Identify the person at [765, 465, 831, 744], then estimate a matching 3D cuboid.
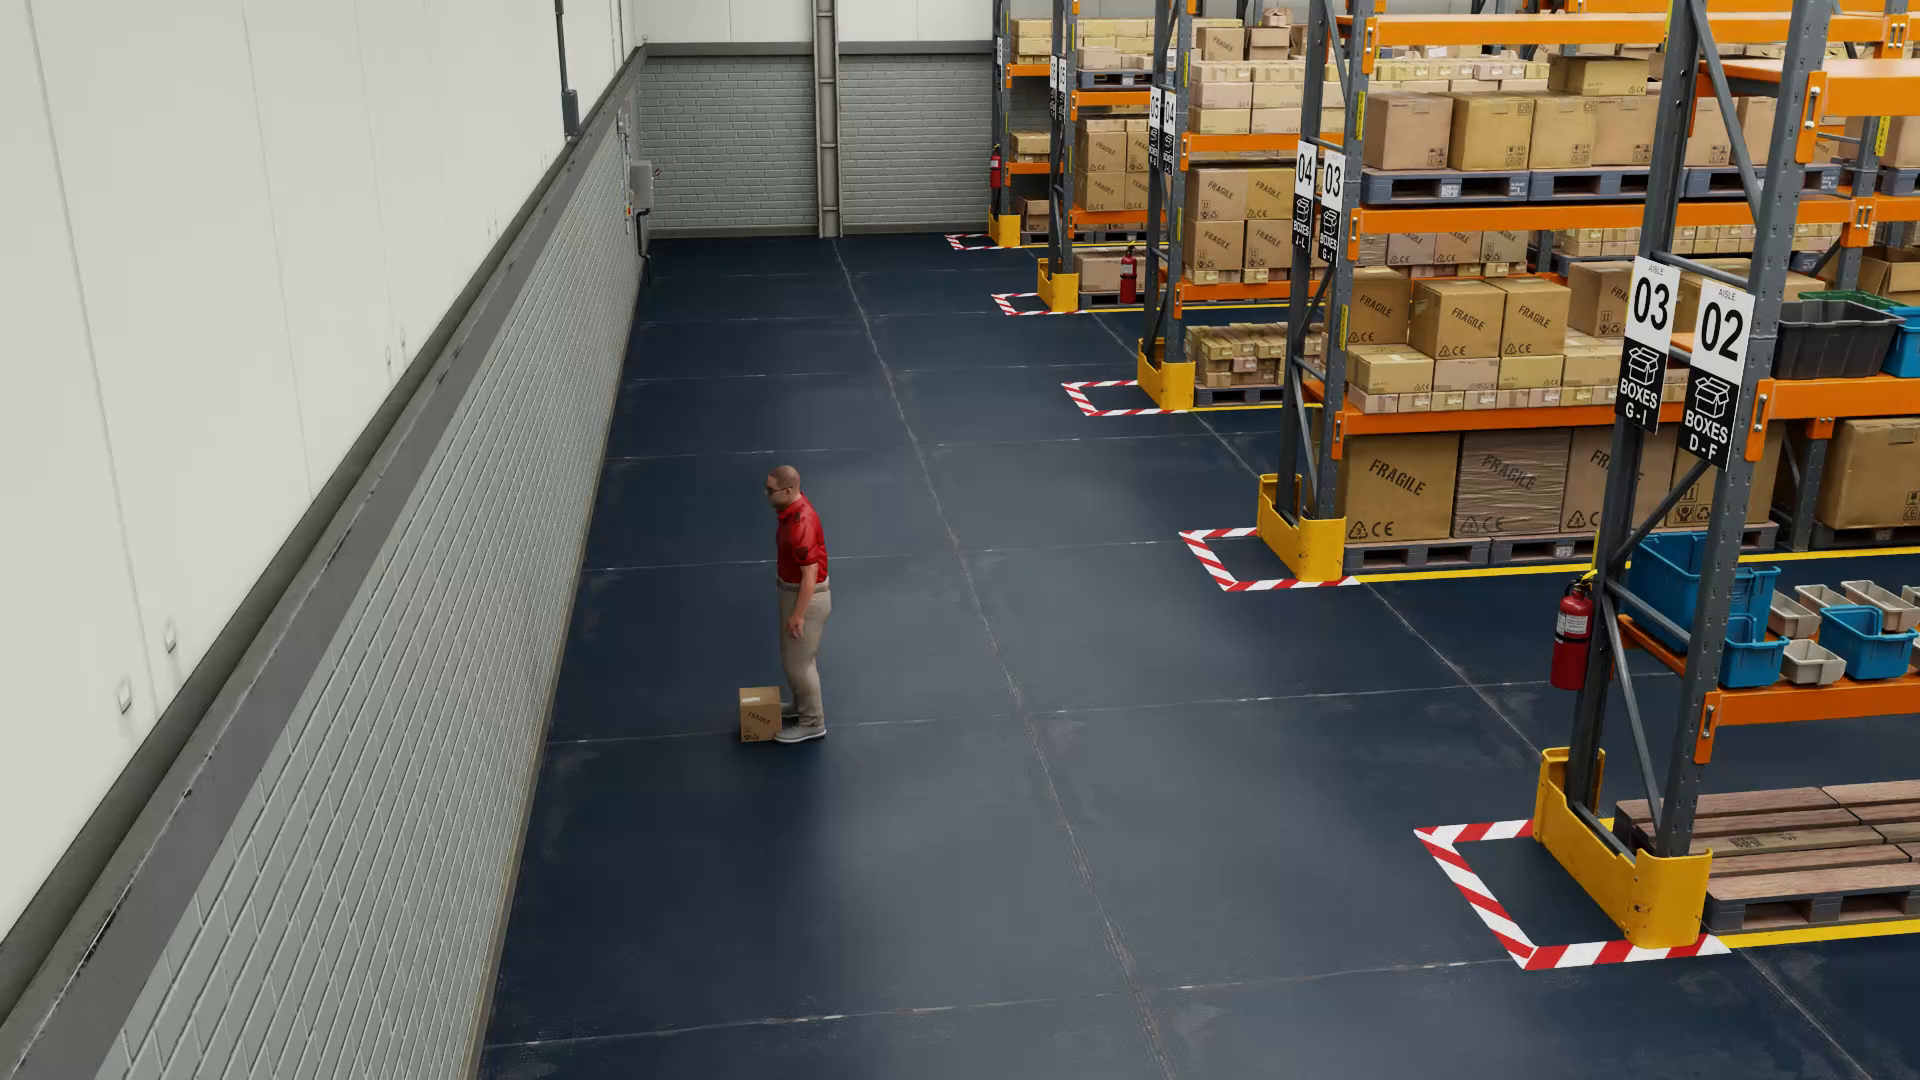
[{"bbox_3d":[-0.983,0.367,10.074,0.385,1.728,0.605,-4,20,-10],"label":"person"}]
